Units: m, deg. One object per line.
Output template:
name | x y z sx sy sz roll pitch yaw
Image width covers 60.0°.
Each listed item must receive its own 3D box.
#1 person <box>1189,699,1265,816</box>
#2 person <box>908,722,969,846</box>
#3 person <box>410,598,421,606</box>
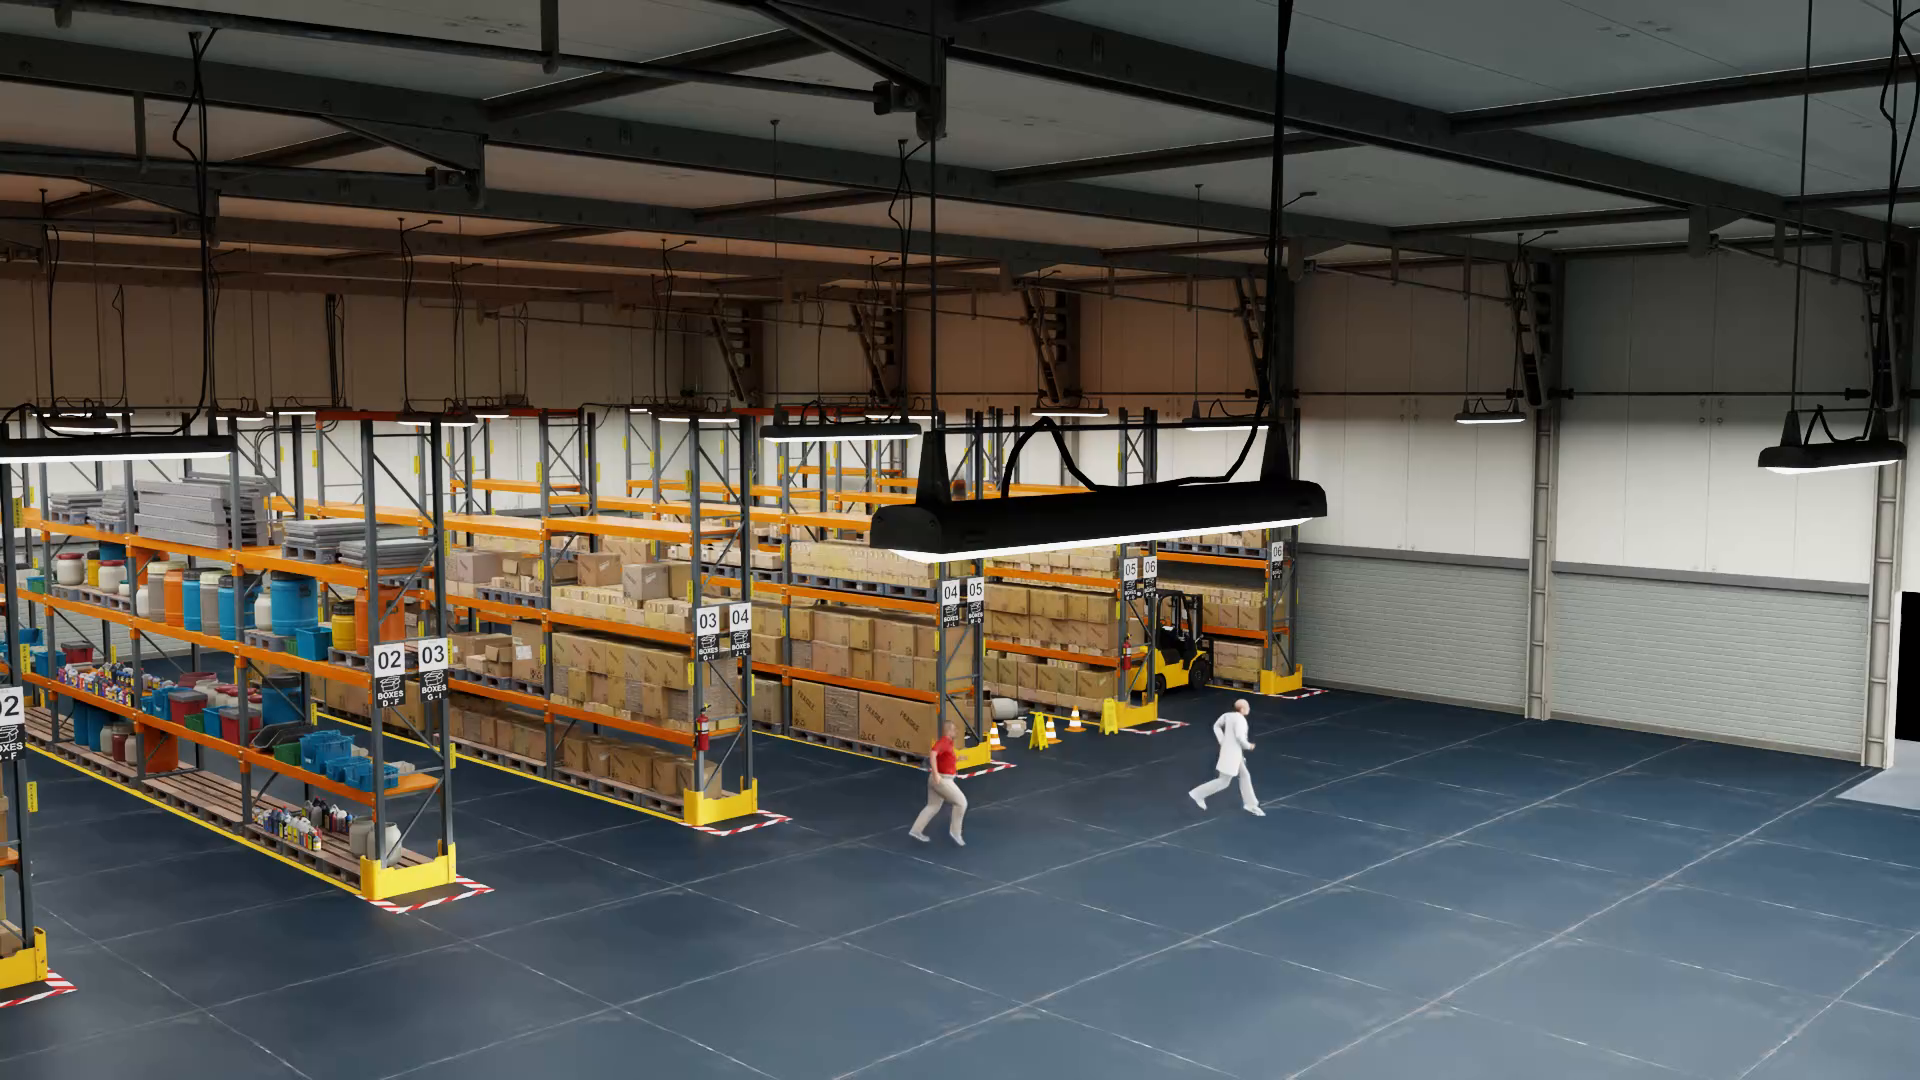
person | 3.993 3.266 24.806 1.189 1.778 0.712 -1 5 -6
person | -0.286 3.435 23.217 0.881 1.785 0.687 -1 5 -13
person | -12.652 2.057 38.821 0.704 1.681 0.702 0 5 -5
